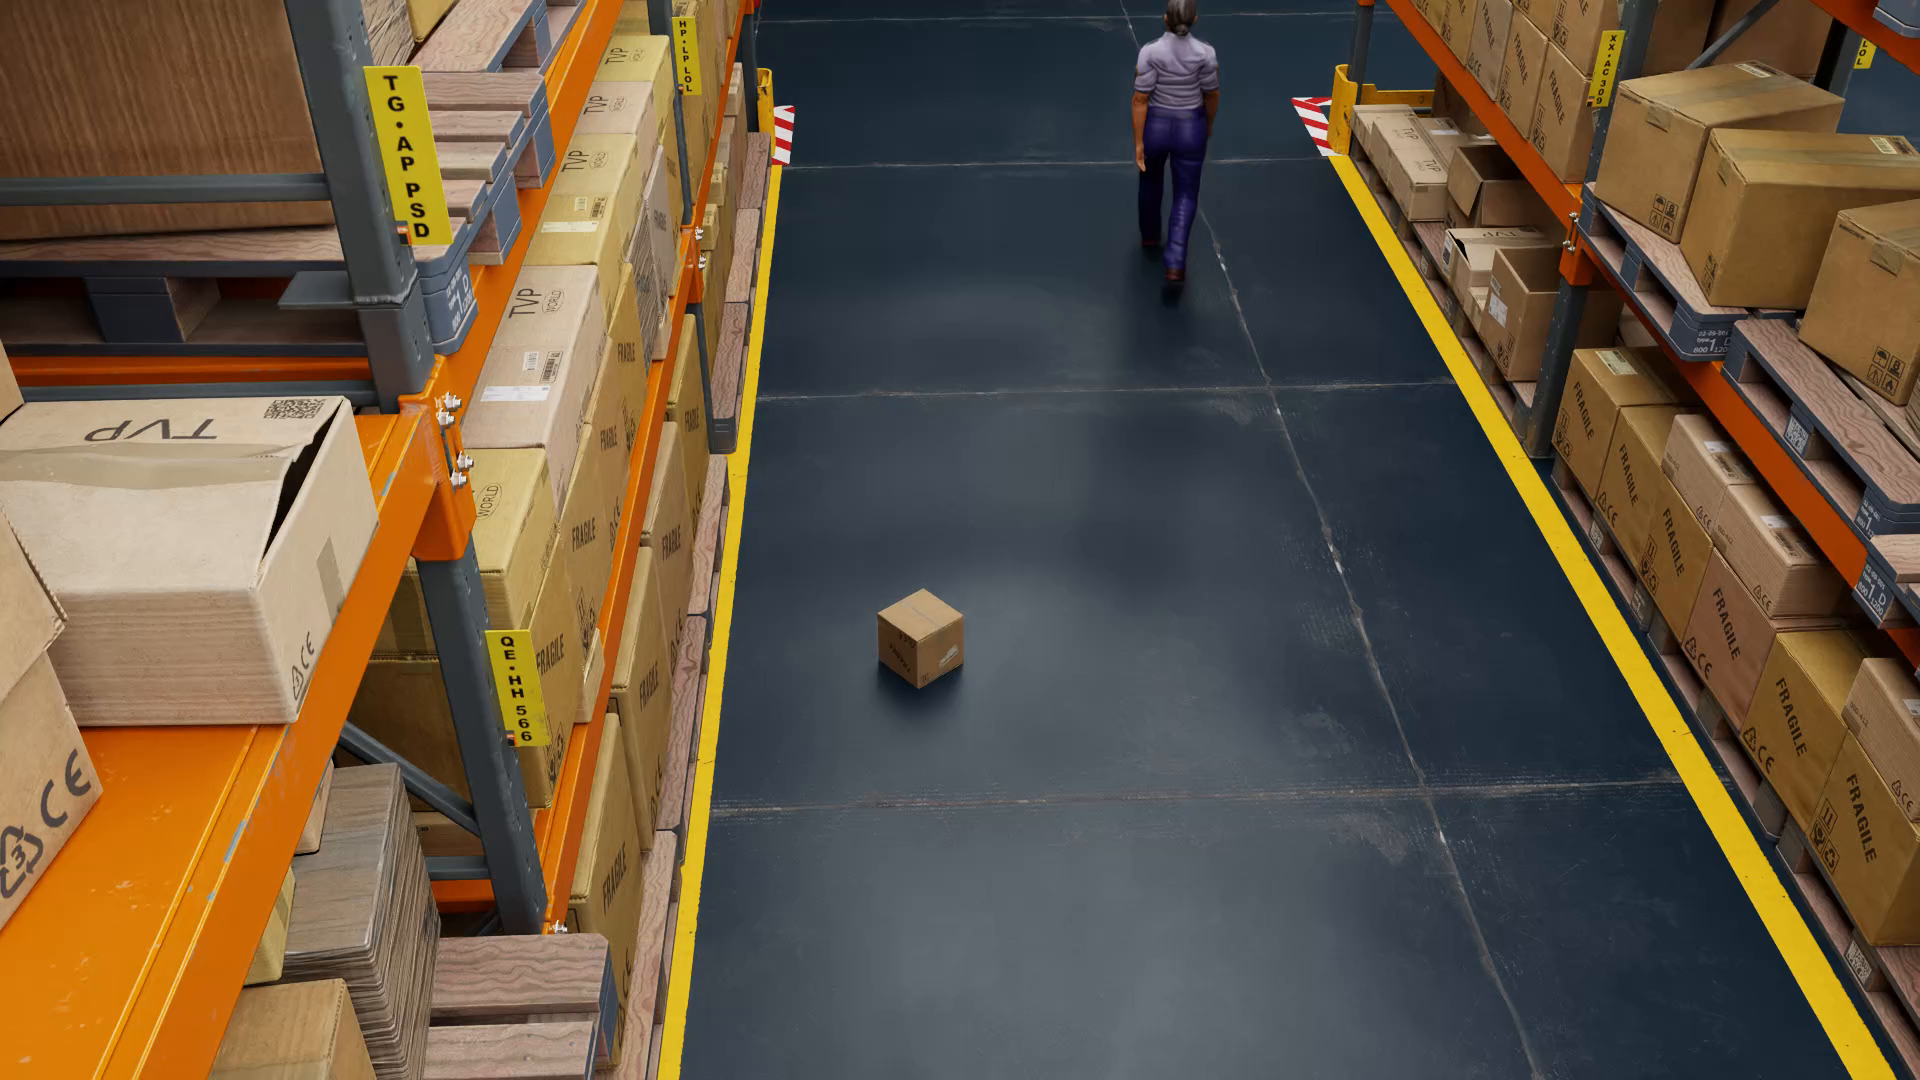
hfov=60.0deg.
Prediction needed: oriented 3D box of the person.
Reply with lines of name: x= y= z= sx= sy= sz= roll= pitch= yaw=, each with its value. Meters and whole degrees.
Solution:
person: x=1.205 y=-2.295 z=9.381 sx=0.472 sy=1.595 sz=0.977 roll=6 pitch=36 yaw=9
